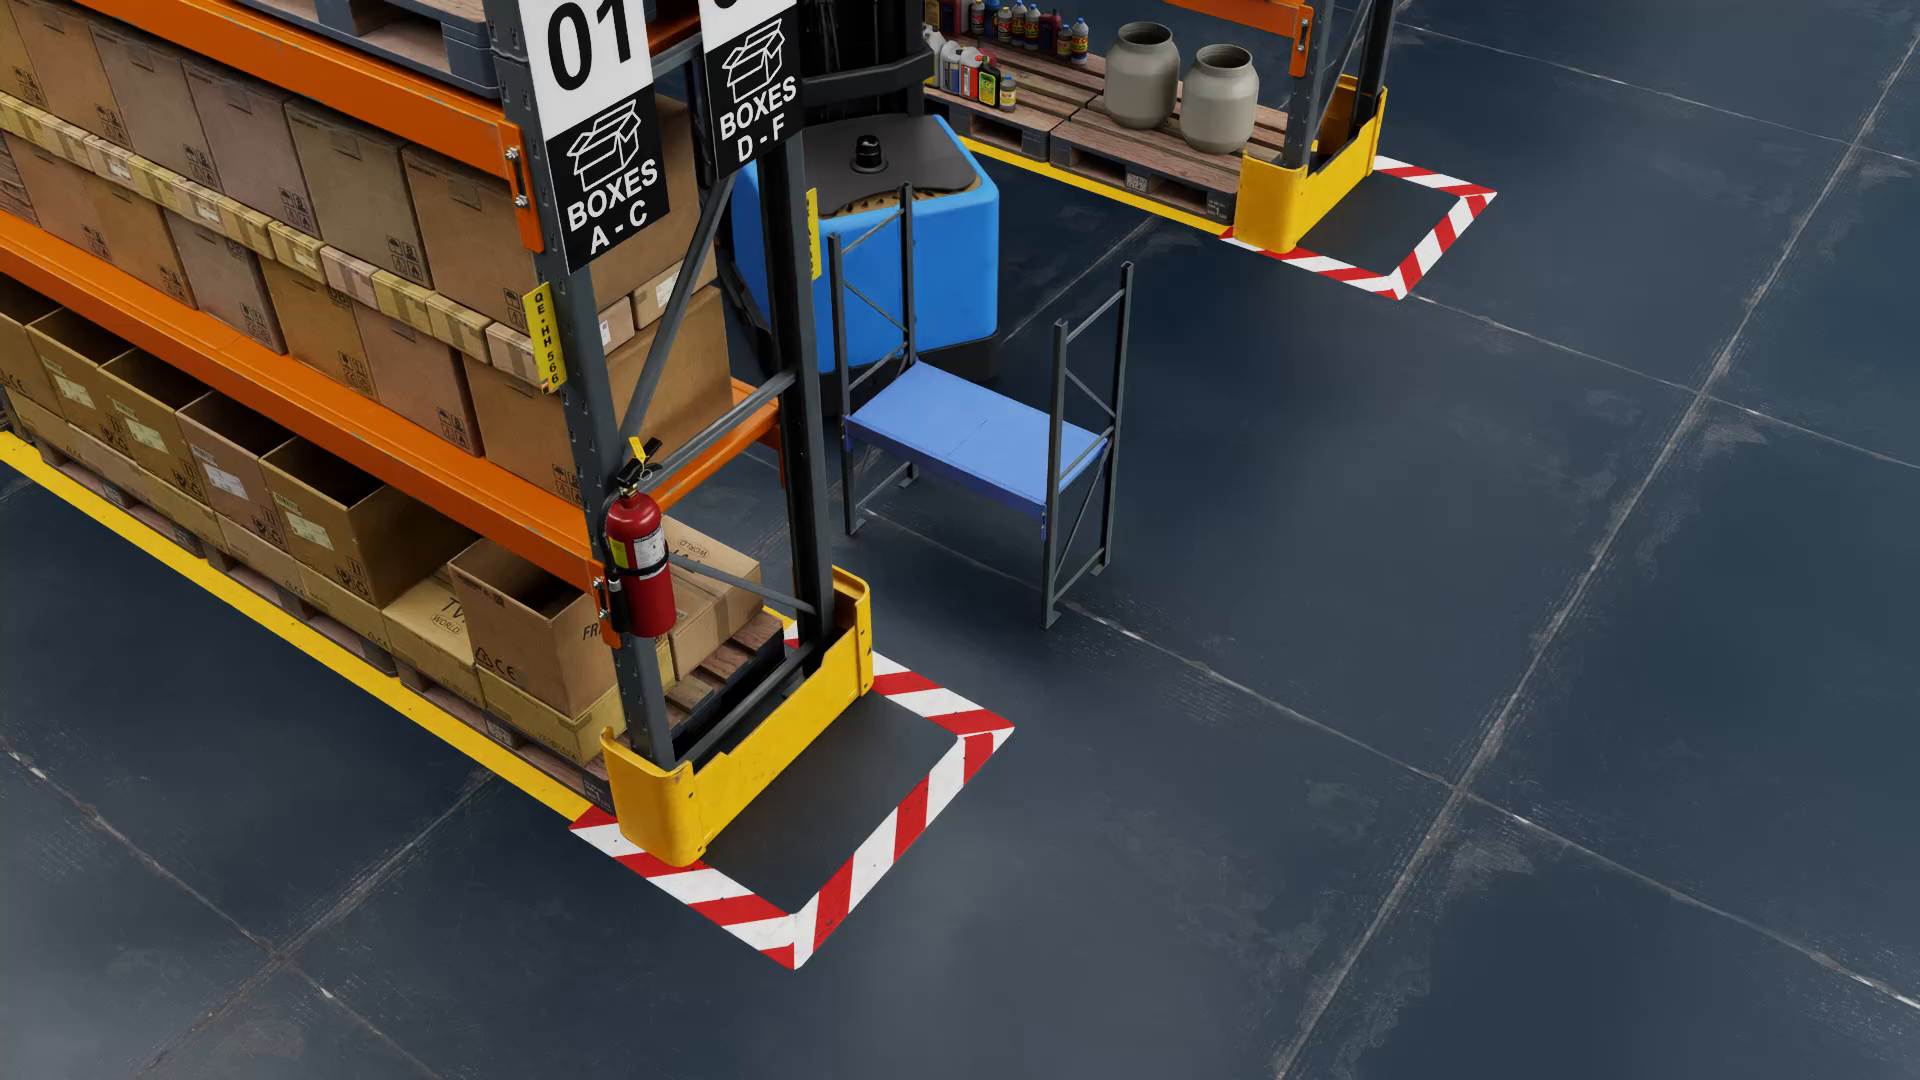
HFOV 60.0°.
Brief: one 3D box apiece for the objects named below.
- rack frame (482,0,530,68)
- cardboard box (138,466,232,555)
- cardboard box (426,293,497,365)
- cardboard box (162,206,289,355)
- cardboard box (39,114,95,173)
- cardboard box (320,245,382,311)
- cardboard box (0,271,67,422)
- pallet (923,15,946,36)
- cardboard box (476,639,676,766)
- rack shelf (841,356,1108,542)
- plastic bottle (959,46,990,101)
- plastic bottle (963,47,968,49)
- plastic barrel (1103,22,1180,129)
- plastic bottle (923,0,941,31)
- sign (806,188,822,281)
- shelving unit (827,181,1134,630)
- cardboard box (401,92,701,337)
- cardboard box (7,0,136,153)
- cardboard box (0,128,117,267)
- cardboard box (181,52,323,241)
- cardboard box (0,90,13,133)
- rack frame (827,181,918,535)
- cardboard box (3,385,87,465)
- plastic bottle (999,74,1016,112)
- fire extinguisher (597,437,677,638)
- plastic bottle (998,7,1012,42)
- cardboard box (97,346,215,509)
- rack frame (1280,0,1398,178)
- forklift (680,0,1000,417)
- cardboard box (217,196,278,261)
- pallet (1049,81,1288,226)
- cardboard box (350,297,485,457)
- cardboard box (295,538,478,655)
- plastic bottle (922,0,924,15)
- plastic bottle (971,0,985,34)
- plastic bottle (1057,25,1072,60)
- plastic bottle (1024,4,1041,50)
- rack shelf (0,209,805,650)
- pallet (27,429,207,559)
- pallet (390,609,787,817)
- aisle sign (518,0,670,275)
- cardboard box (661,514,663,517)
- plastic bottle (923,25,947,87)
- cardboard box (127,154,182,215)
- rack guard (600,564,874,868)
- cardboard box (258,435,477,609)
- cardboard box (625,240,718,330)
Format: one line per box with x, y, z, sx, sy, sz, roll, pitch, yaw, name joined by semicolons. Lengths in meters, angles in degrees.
-0.814;-2.559;3.362;0.127;3.000;1.000;25;48;25;rack frame
-3.070;-0.255;7.033;0.500;0.250;0.500;25;48;25;cardboard box
-1.451;-0.744;5.271;0.250;0.149;0.380;26;48;26;cardboard box
-2.457;-1.138;6.197;0.500;0.500;0.700;27;48;27;cardboard box
-3.143;-1.535;6.155;0.250;0.149;0.380;24;47;24;cardboard box
-1.865;-0.940;5.489;0.250;0.149;0.380;26;48;26;cardboard box
-3.889;-0.918;7.211;0.500;0.500;0.500;25;48;25;cardboard box
-0.715;-3.239;10.711;1.213;0.211;1.003;25;48;25;pallet
-1.422;0.501;6.188;0.500;0.250;0.500;25;48;25;cardboard box
0.070;-0.392;6.833;1.000;0.185;0.538;25;48;25;rack shelf
0.088;-2.751;9.787;0.135;0.276;0.152;25;48;26;plastic bottle
0.030;-2.851;9.956;0.097;0.201;0.097;0;42;0;plastic bottle
1.041;-2.658;9.522;0.421;0.512;0.421;0;42;0;plastic barrel
-0.165;-3.357;10.460;0.133;0.283;0.061;25;48;25;plastic bottle
-0.490;-0.976;5.383;0.005;0.325;0.100;25;48;25;sign
0.070;-0.526;6.713;1.048;1.500;0.538;25;48;25;shelving unit
-1.232;-1.050;5.126;0.500;0.500;0.700;25;48;25;cardboard box
-2.897;-1.825;5.992;0.500;0.500;0.700;25;48;25;cardboard box
-3.286;-1.528;6.633;0.500;0.500;0.700;25;47;25;cardboard box
-2.079;-1.441;5.563;0.500;0.500;0.700;25;48;25;cardboard box
-3.562;-1.732;6.374;0.250;0.149;0.380;24;47;24;cardboard box
-0.346;-0.721;6.931;0.032;1.500;0.500;25;48;25;rack frame
-3.883;-0.644;7.467;0.500;0.250;0.500;25;48;25;cardboard box
0.278;-2.611;9.688;0.097;0.201;0.097;0;42;0;plastic bottle
-0.983;0.004;5.054;0.183;0.674;0.296;25;48;25;fire extinguisher
0.285;-3.219;10.367;0.097;0.201;0.097;0;42;0;plastic bottle
-3.070;-0.535;6.783;0.500;0.500;0.500;25;48;25;cardboard box
2.034;-3.026;8.383;0.127;3.000;1.000;25;48;25;rack frame
-0.809;-2.651;8.015;1.130;2.935;3.031;-14;44;-15;forklift
-2.297;-1.140;5.713;0.250;0.149;0.380;26;48;26;cardboard box
1.282;-2.305;9.667;1.213;0.211;1.003;25;48;25;pallet
-1.621;-0.745;5.758;0.500;0.500;0.700;26;48;26;cardboard box
-2.249;0.125;6.608;0.500;0.250;0.500;25;48;25;cardboard box
-0.234;-3.507;10.627;0.133;0.283;0.061;28;49;28;plastic bottle
0.116;-3.298;10.455;0.097;0.201;0.097;0;42;0;plastic bottle
0.643;-3.052;10.179;0.097;0.201;0.097;0;42;0;plastic bottle
0.448;-3.169;10.258;0.097;0.271;0.097;0;42;0;plastic bottle
-2.451;-0.821;6.458;4.000;0.370;1.077;25;48;25;rack shelf
-3.461;-0.489;7.638;1.213;0.211;1.003;25;48;25;pallet
-1.464;0.446;6.594;1.213;0.211;1.003;25;48;25;pallet
-0.928;-1.107;4.288;0.004;0.787;0.394;25;48;25;aisle sign
-1.536;0.028;6.716;0.500;0.250;0.500;25;48;25;cardboard box
-0.164;-2.893;9.890;0.185;0.351;0.144;27;48;27;plastic bottle
-2.709;-1.334;5.930;0.250;0.149;0.380;25;47;25;cardboard box
-0.794;0.617;6.185;0.348;0.500;1.175;25;48;25;rack guard
-2.251;-0.153;6.356;0.500;0.500;0.500;25;48;25;cardboard box
-1.011;-0.870;5.412;0.250;0.149;0.380;25;47;25;cardboard box
